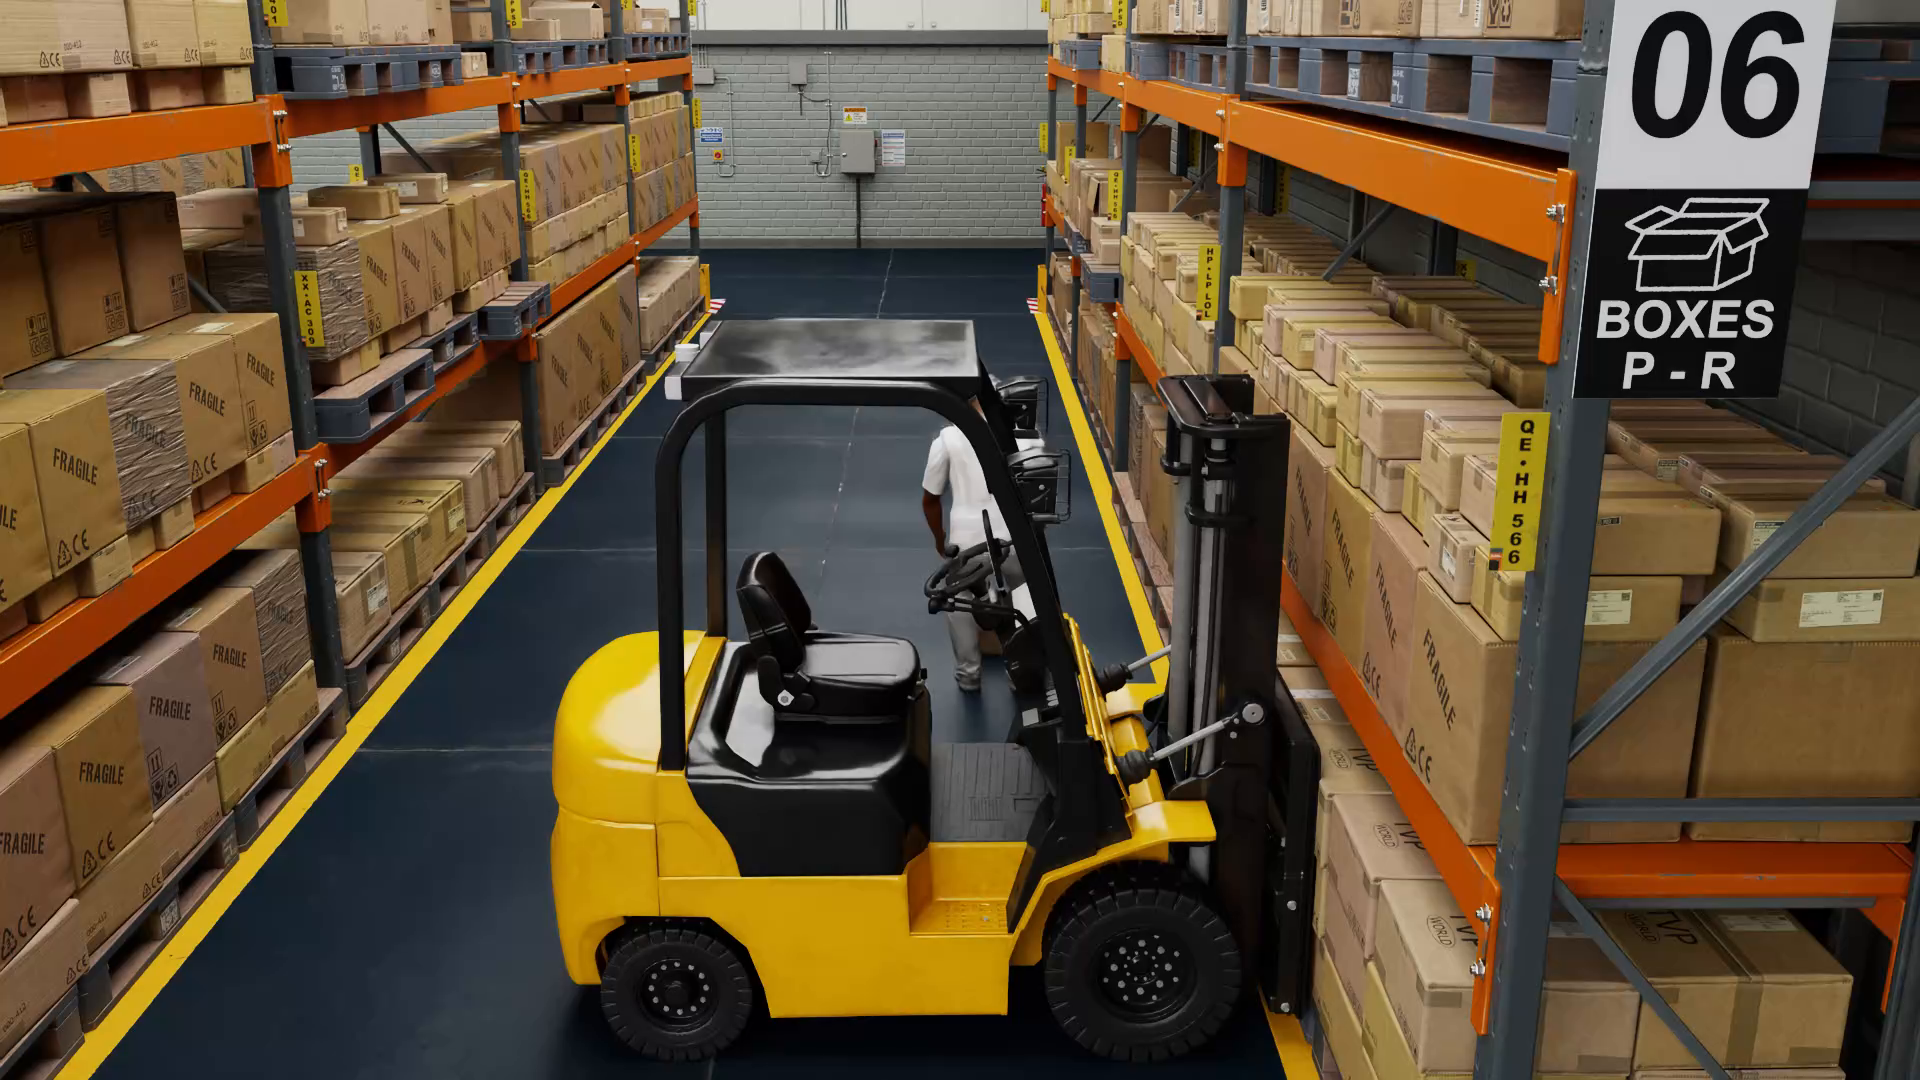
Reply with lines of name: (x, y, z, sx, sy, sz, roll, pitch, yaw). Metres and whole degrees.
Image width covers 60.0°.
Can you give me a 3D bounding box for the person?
person: (0.128, -0.016, 8.077, 0.630, 1.462, 0.717, 0, 17, 1)
